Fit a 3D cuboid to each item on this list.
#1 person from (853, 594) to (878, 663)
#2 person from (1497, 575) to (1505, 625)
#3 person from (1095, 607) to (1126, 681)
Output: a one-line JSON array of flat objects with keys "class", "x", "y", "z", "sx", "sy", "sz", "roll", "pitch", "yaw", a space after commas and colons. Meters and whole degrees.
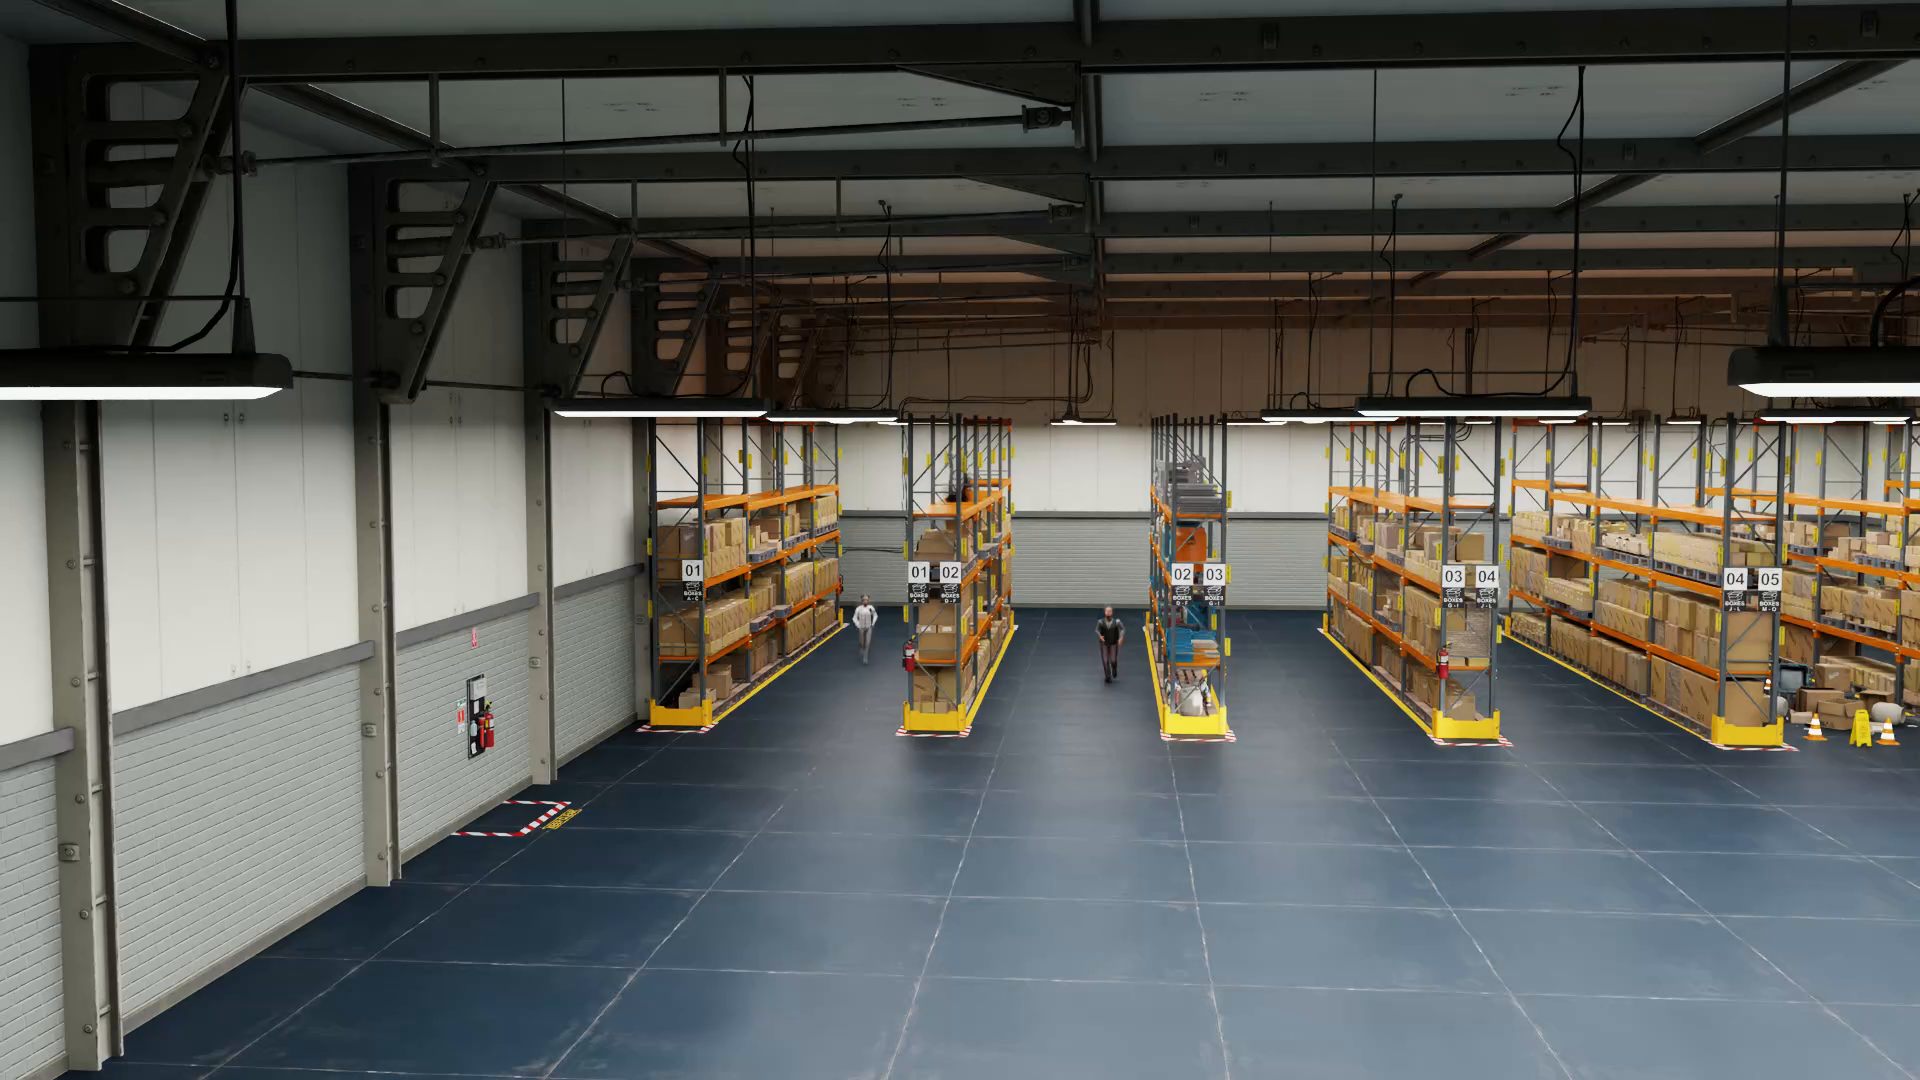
[{"class": "person", "x": -2.316, "y": 2.156, "z": 40.801, "sx": 0.617, "sy": 1.671, "sz": 0.696, "roll": 0, "pitch": 4, "yaw": -7}, {"class": "person", "x": 15.210, "y": 1.727, "z": 47.344, "sx": 0.755, "sy": 1.653, "sz": 0.658, "roll": 0, "pitch": 4, "yaw": 0}, {"class": "person", "x": 3.377, "y": 2.354, "z": 37.493, "sx": 0.687, "sy": 1.675, "sz": 0.591, "roll": 1, "pitch": 4, "yaw": 9}]
